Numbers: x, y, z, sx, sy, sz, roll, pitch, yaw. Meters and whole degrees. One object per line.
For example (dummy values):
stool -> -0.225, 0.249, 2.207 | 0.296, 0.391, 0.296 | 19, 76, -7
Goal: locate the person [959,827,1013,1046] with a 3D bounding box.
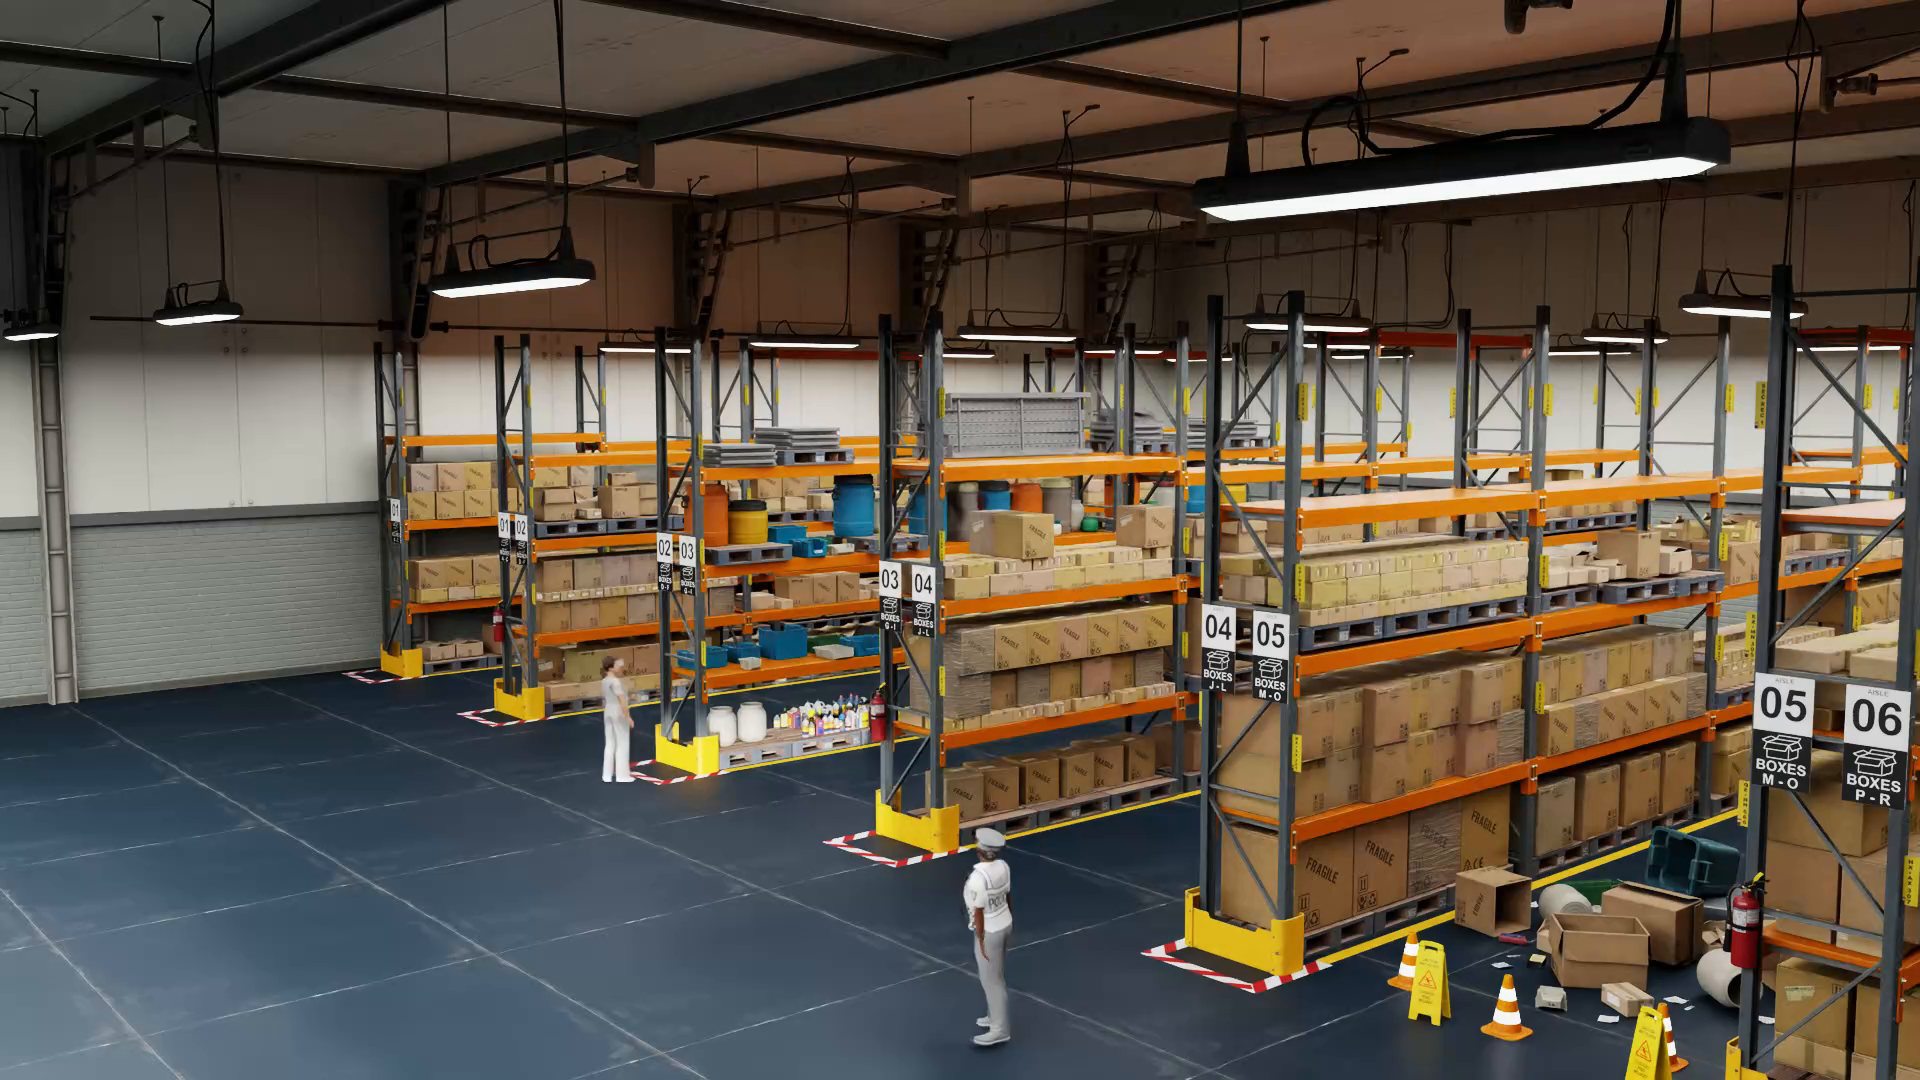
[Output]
person -> 0.253, 3.121, 13.239 | 0.419, 1.706, 0.626 | 2, 6, 23

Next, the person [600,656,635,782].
person -> -4.487, 2.404, 21.831 | 0.544, 1.593, 0.409 | 4, 7, 38
